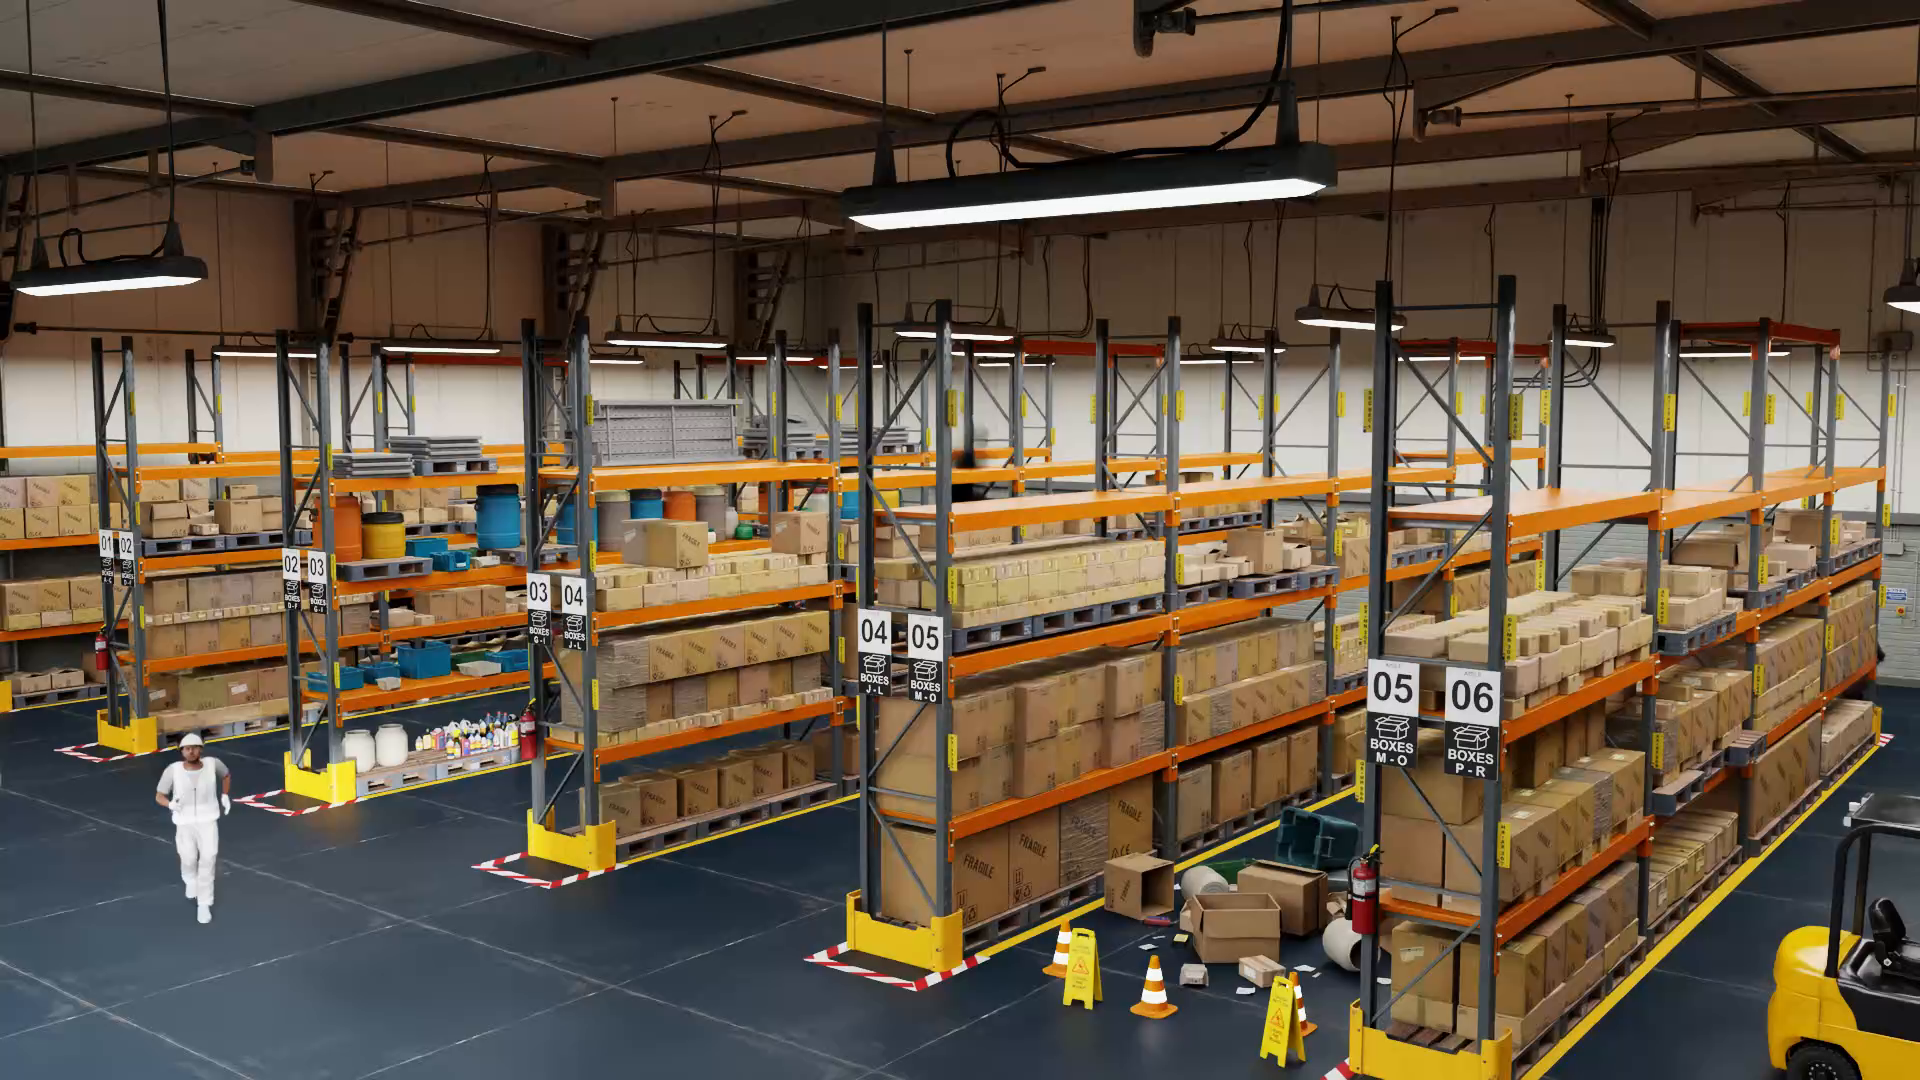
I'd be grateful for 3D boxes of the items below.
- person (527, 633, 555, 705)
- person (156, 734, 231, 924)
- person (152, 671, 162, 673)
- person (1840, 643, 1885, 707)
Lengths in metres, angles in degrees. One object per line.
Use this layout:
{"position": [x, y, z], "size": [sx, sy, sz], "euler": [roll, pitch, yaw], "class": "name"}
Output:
{"position": [-6.767, 2.008, 26.773], "size": [0.545, 1.580, 0.873], "euler": [2, 5, 23], "class": "person"}
{"position": [-7.632, 2.823, 16.590], "size": [0.690, 1.801, 0.976], "euler": [-2, 5, -24], "class": "person"}
{"position": [-12.767, 2.054, 26.295], "size": [0.632, 1.764, 0.721], "euler": [4, 6, 37], "class": "person"}
{"position": [14.116, 2.083, 26.065], "size": [0.812, 1.620, 0.762], "euler": [-2, 5, -22], "class": "person"}
